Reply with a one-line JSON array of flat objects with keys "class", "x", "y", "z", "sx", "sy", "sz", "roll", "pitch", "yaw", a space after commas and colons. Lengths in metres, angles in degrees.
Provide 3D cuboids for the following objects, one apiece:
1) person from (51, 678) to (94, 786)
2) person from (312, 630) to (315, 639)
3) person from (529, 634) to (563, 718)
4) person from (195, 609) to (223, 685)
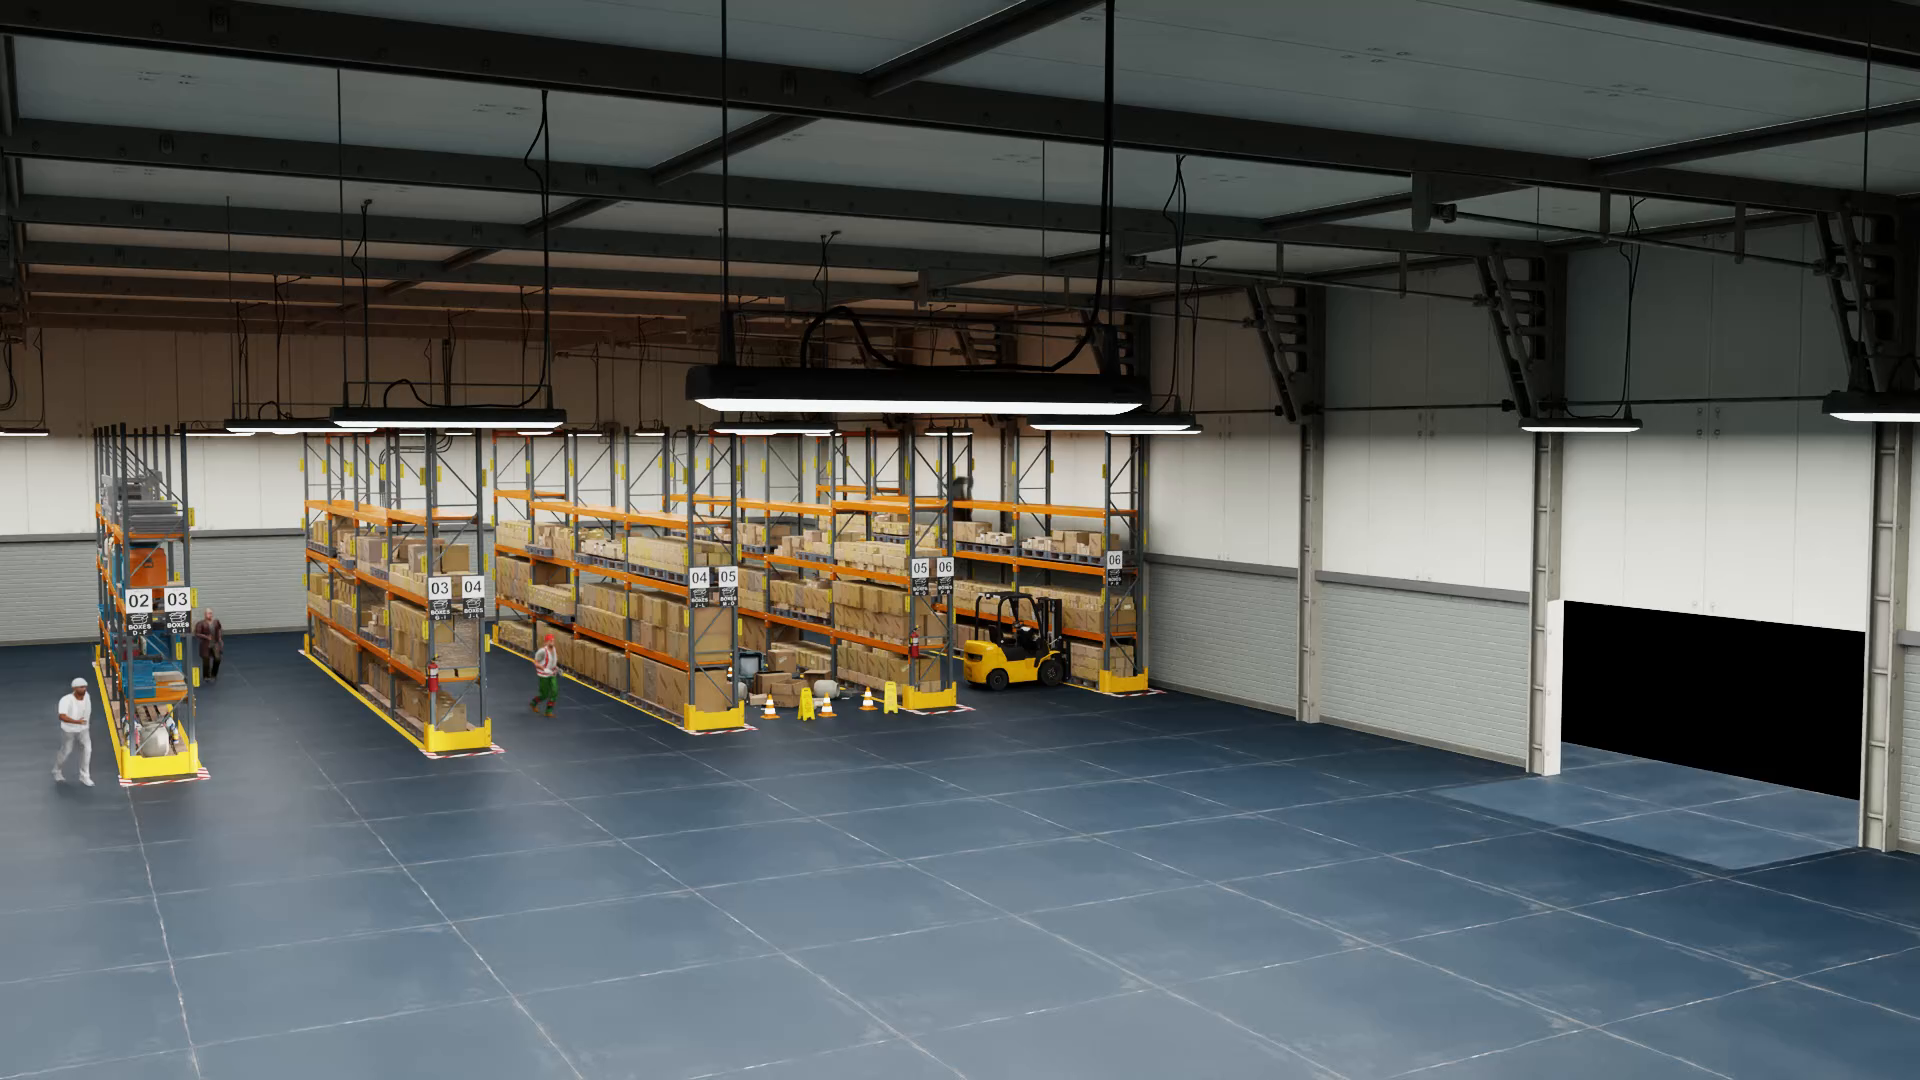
[{"class": "person", "x": -14.648, "y": 3.174, "z": 27.548, "sx": 0.963, "sy": 1.794, "sz": 0.675, "roll": 2, "pitch": 4, "yaw": 29}, {"class": "person", "x": -17.600, "y": 2.046, "z": 46.164, "sx": 0.961, "sy": 1.775, "sz": 0.632, "roll": 0, "pitch": 3, "yaw": 7}, {"class": "person", "x": -8.556, "y": 2.792, "z": 34.268, "sx": 0.791, "sy": 1.737, "sz": 0.650, "roll": 3, "pitch": 4, "yaw": 37}, {"class": "person", "x": -17.505, "y": 2.493, "z": 38.809, "sx": 0.654, "sy": 1.780, "sz": 0.849, "roll": -3, "pitch": 4, "yaw": -38}]
